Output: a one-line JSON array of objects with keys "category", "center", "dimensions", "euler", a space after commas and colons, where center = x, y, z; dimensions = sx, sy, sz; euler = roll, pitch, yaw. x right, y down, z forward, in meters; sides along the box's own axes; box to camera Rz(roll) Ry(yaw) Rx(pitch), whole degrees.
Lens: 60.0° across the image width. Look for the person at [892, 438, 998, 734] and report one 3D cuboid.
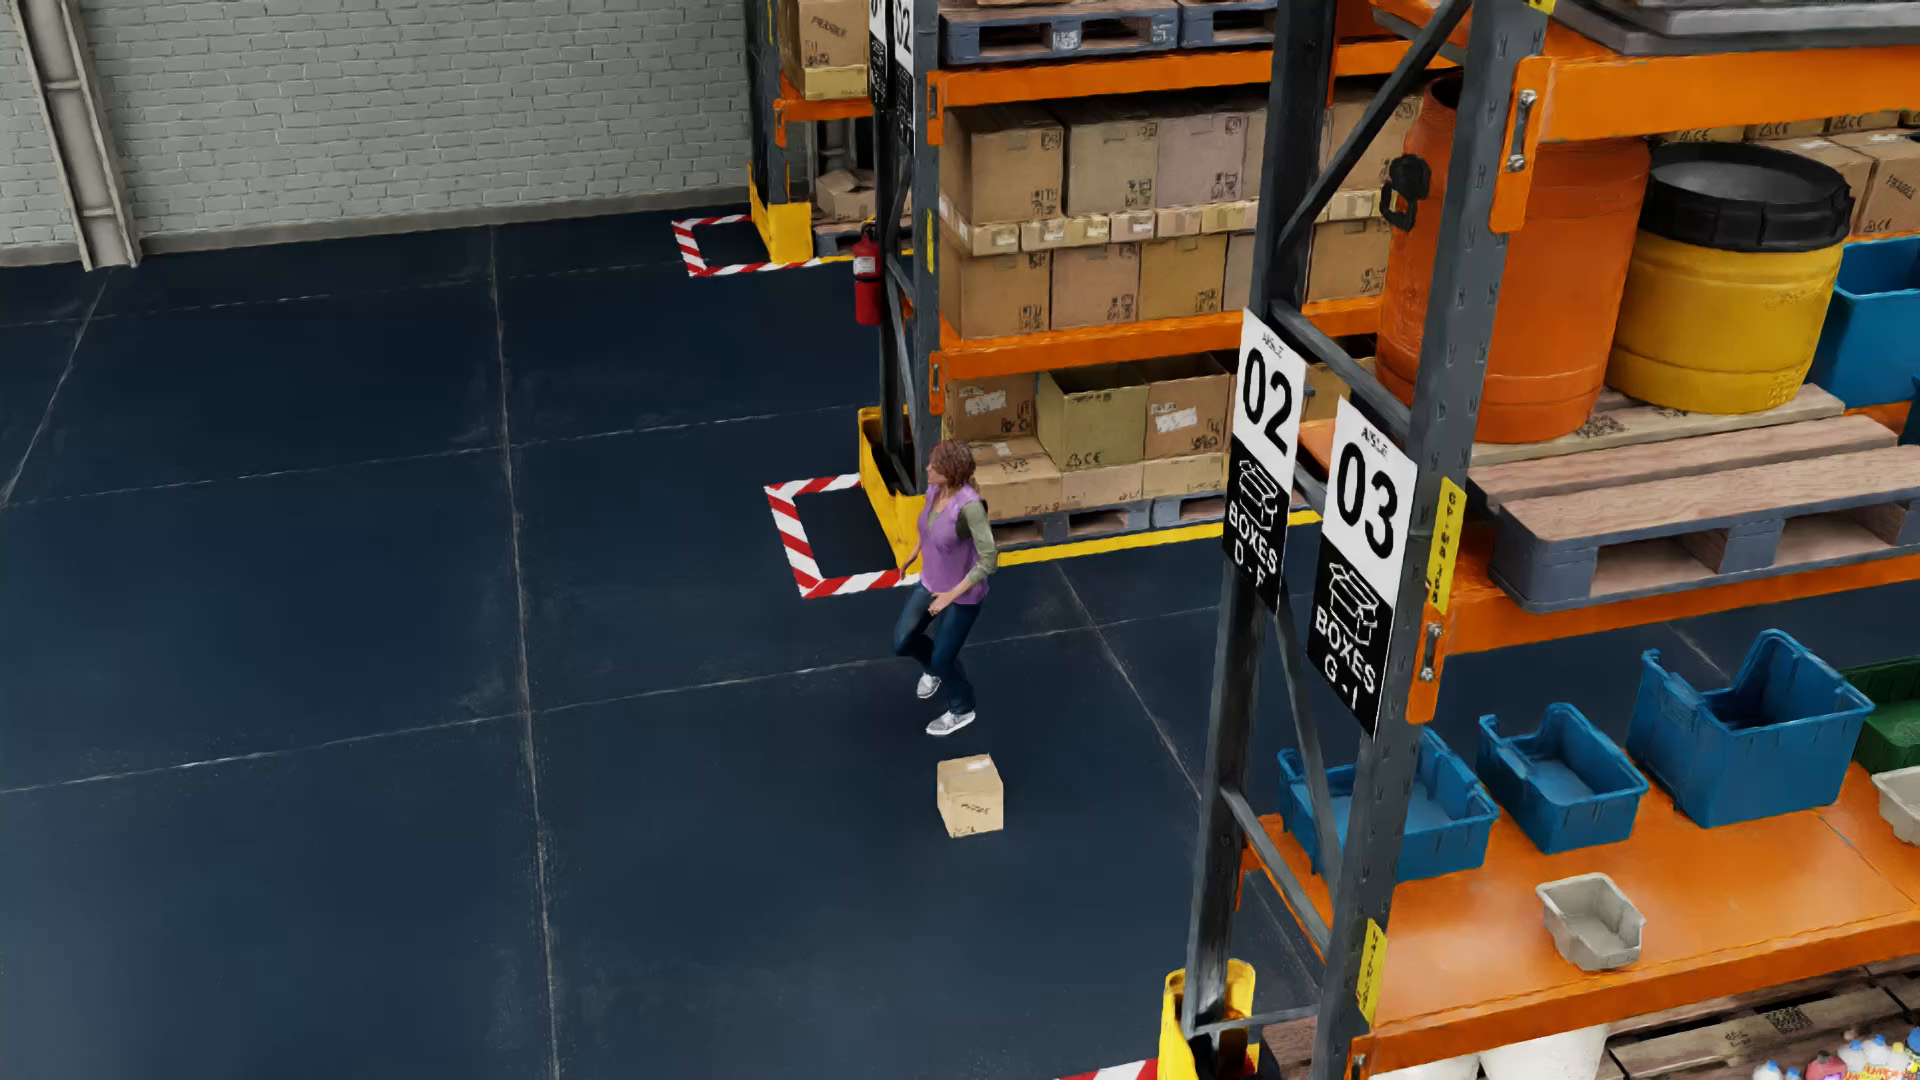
[{"category": "person", "center": [-0.066, 0.253, 7.846], "dimensions": [0.442, 1.567, 0.579], "euler": [-24, 38, -34]}]
